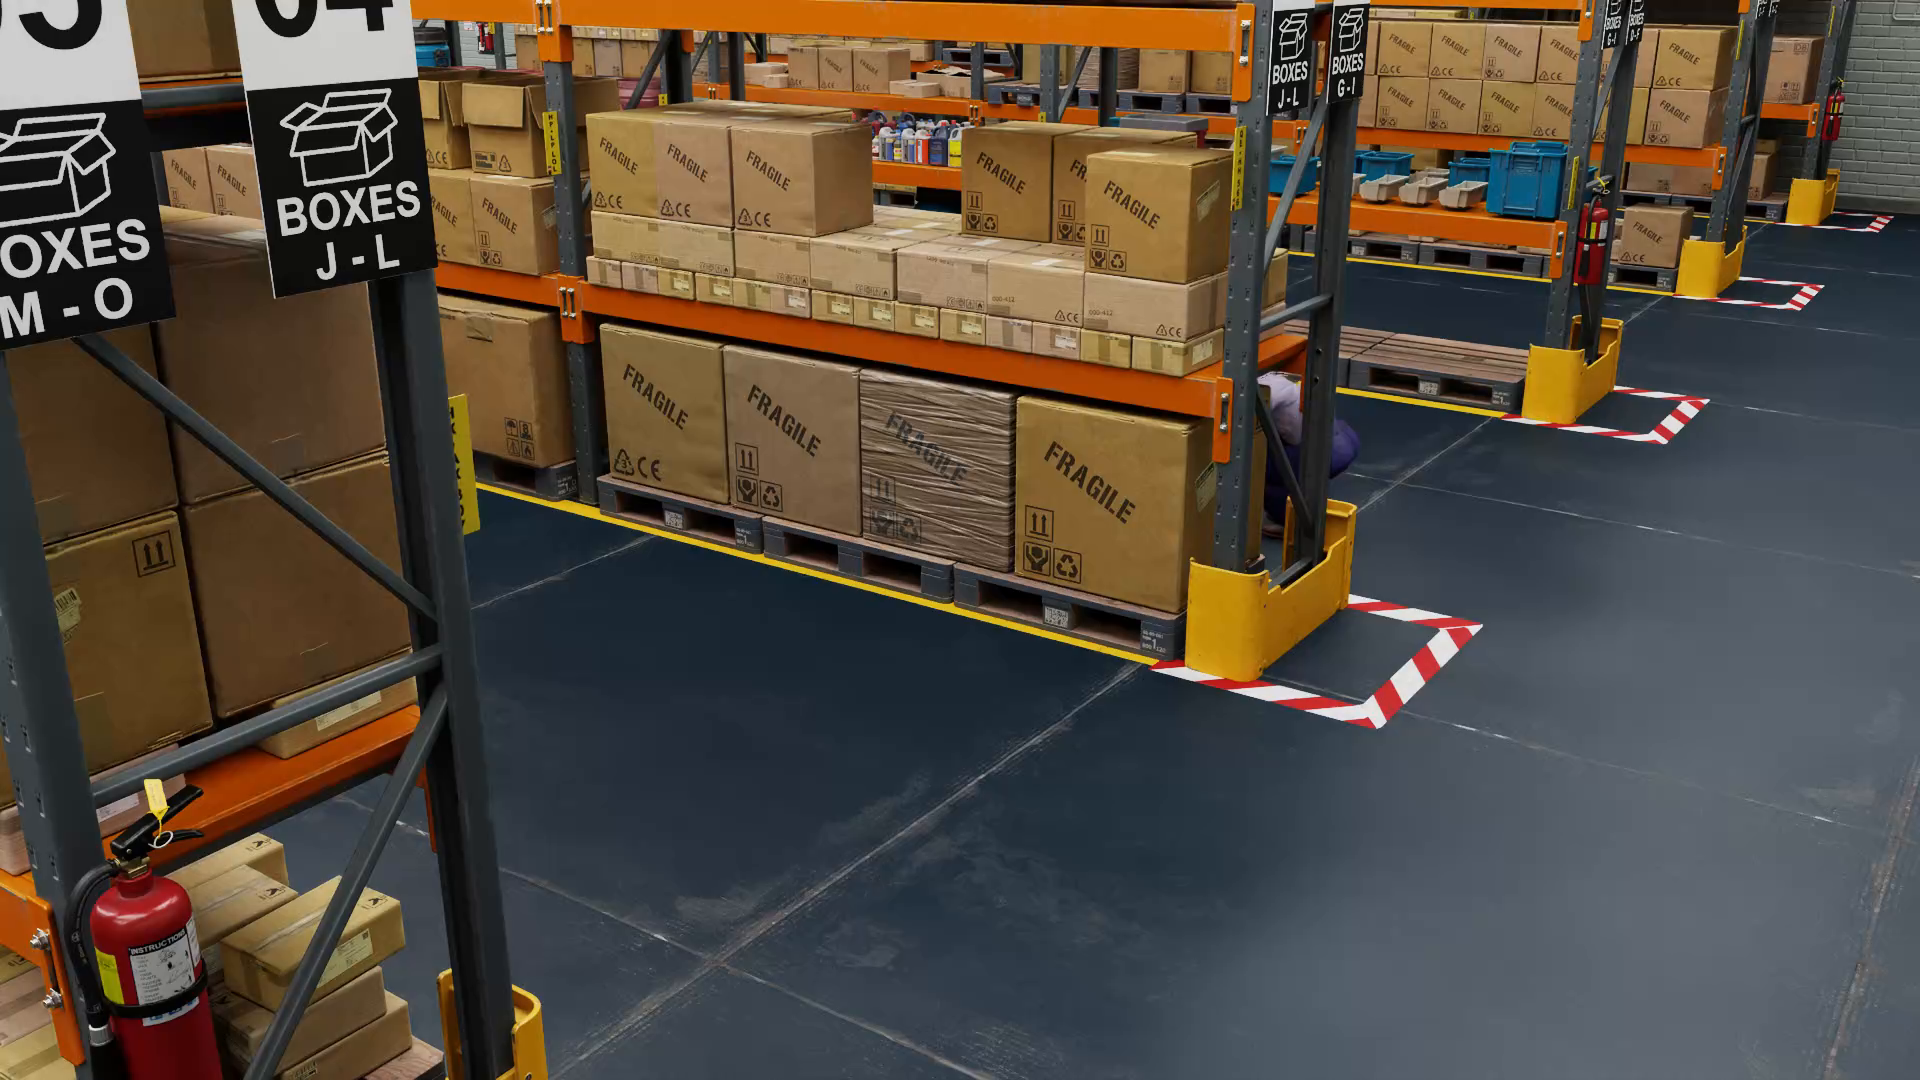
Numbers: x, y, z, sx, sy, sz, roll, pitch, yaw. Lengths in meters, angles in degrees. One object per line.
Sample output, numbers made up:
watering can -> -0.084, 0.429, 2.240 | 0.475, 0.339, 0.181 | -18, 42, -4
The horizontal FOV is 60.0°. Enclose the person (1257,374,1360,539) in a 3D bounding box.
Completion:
person -> 1.741, -0.508, 9.030 | 0.814, 0.950, 0.518 | 10, 22, 25
